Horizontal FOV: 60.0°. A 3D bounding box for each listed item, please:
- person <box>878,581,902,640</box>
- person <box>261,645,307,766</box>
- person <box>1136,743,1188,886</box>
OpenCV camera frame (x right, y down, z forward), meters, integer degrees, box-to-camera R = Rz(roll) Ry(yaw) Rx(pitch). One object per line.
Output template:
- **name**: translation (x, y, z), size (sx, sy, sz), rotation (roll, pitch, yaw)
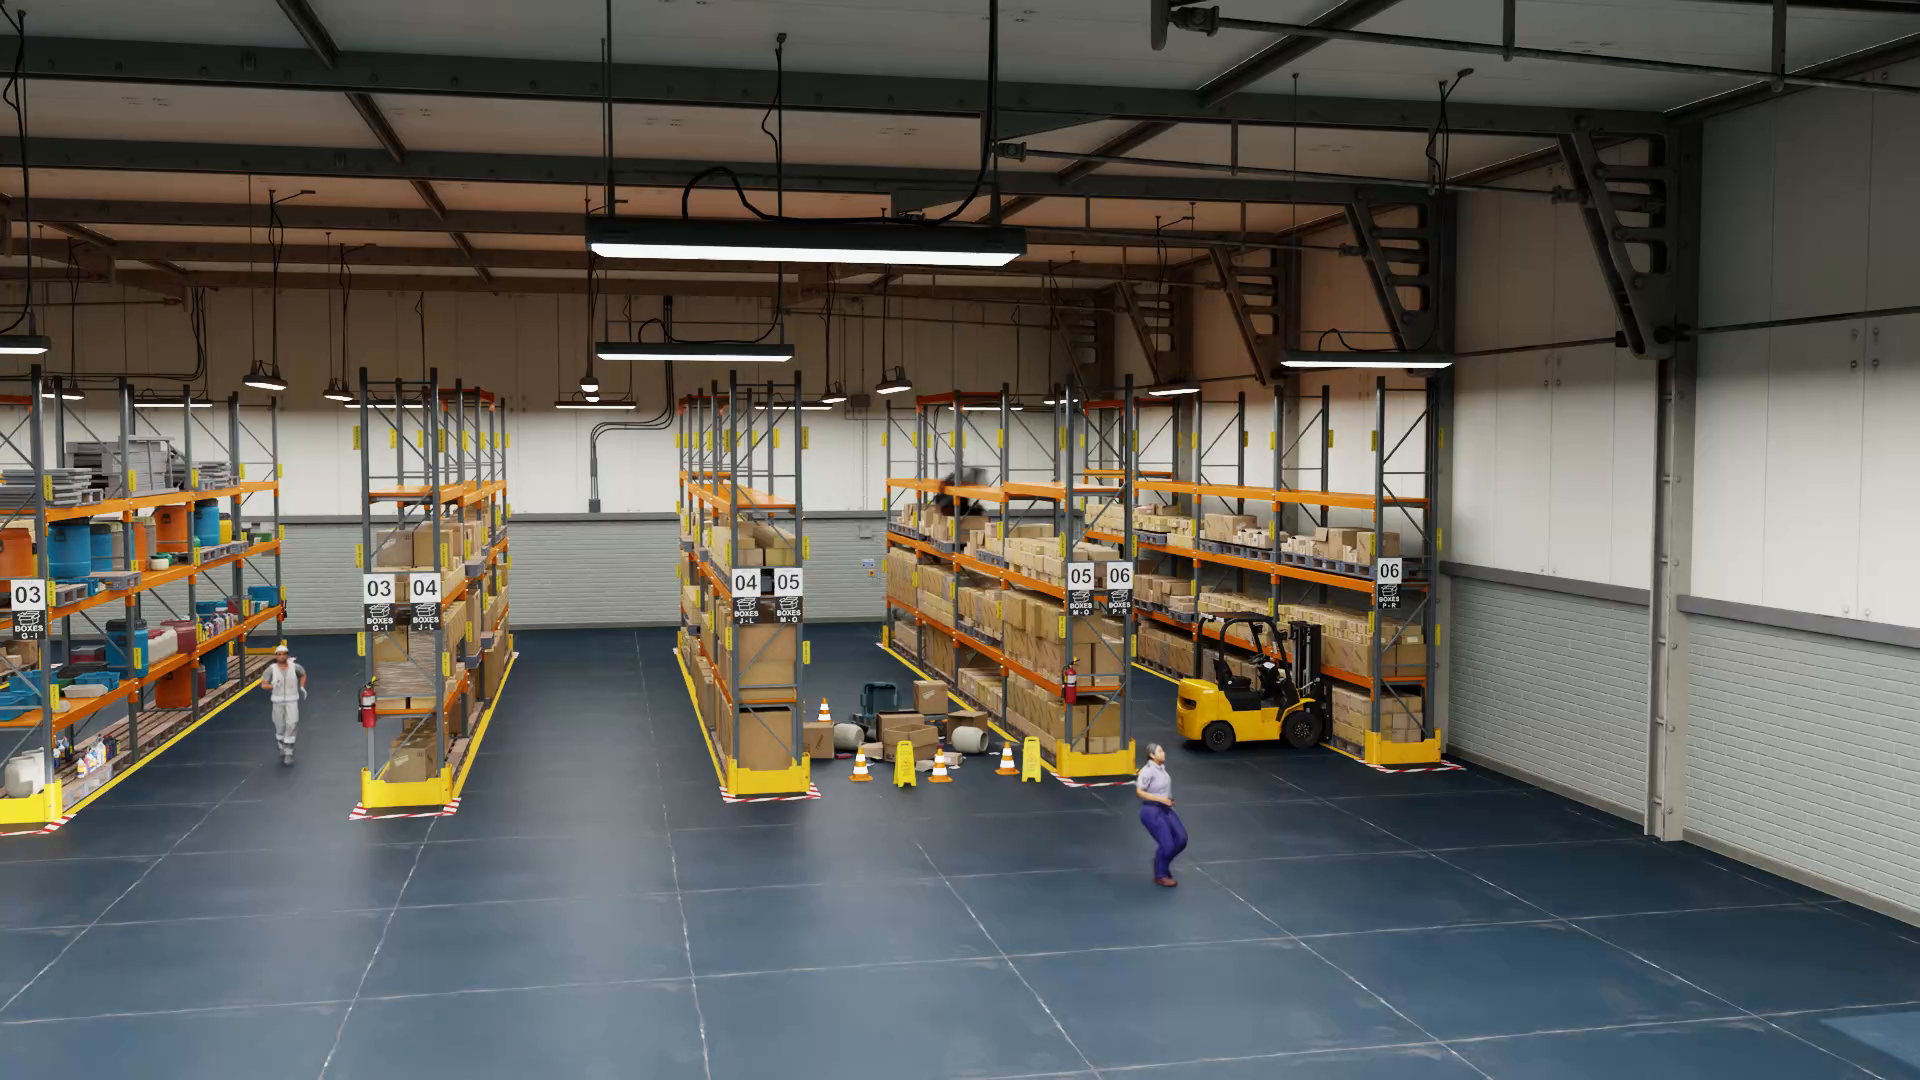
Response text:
- **person**: translation (-1.685, 1.713, 41.764), size (0.777, 1.619, 0.578), rotation (0, 3, 0)
- **person**: translation (-10.532, 2.549, 25.918), size (0.653, 1.819, 0.849), rotation (-1, 4, -21)
- **person**: translation (2.280, 3.089, 18.764), size (0.549, 1.589, 0.602), rotation (2, 4, 32)
